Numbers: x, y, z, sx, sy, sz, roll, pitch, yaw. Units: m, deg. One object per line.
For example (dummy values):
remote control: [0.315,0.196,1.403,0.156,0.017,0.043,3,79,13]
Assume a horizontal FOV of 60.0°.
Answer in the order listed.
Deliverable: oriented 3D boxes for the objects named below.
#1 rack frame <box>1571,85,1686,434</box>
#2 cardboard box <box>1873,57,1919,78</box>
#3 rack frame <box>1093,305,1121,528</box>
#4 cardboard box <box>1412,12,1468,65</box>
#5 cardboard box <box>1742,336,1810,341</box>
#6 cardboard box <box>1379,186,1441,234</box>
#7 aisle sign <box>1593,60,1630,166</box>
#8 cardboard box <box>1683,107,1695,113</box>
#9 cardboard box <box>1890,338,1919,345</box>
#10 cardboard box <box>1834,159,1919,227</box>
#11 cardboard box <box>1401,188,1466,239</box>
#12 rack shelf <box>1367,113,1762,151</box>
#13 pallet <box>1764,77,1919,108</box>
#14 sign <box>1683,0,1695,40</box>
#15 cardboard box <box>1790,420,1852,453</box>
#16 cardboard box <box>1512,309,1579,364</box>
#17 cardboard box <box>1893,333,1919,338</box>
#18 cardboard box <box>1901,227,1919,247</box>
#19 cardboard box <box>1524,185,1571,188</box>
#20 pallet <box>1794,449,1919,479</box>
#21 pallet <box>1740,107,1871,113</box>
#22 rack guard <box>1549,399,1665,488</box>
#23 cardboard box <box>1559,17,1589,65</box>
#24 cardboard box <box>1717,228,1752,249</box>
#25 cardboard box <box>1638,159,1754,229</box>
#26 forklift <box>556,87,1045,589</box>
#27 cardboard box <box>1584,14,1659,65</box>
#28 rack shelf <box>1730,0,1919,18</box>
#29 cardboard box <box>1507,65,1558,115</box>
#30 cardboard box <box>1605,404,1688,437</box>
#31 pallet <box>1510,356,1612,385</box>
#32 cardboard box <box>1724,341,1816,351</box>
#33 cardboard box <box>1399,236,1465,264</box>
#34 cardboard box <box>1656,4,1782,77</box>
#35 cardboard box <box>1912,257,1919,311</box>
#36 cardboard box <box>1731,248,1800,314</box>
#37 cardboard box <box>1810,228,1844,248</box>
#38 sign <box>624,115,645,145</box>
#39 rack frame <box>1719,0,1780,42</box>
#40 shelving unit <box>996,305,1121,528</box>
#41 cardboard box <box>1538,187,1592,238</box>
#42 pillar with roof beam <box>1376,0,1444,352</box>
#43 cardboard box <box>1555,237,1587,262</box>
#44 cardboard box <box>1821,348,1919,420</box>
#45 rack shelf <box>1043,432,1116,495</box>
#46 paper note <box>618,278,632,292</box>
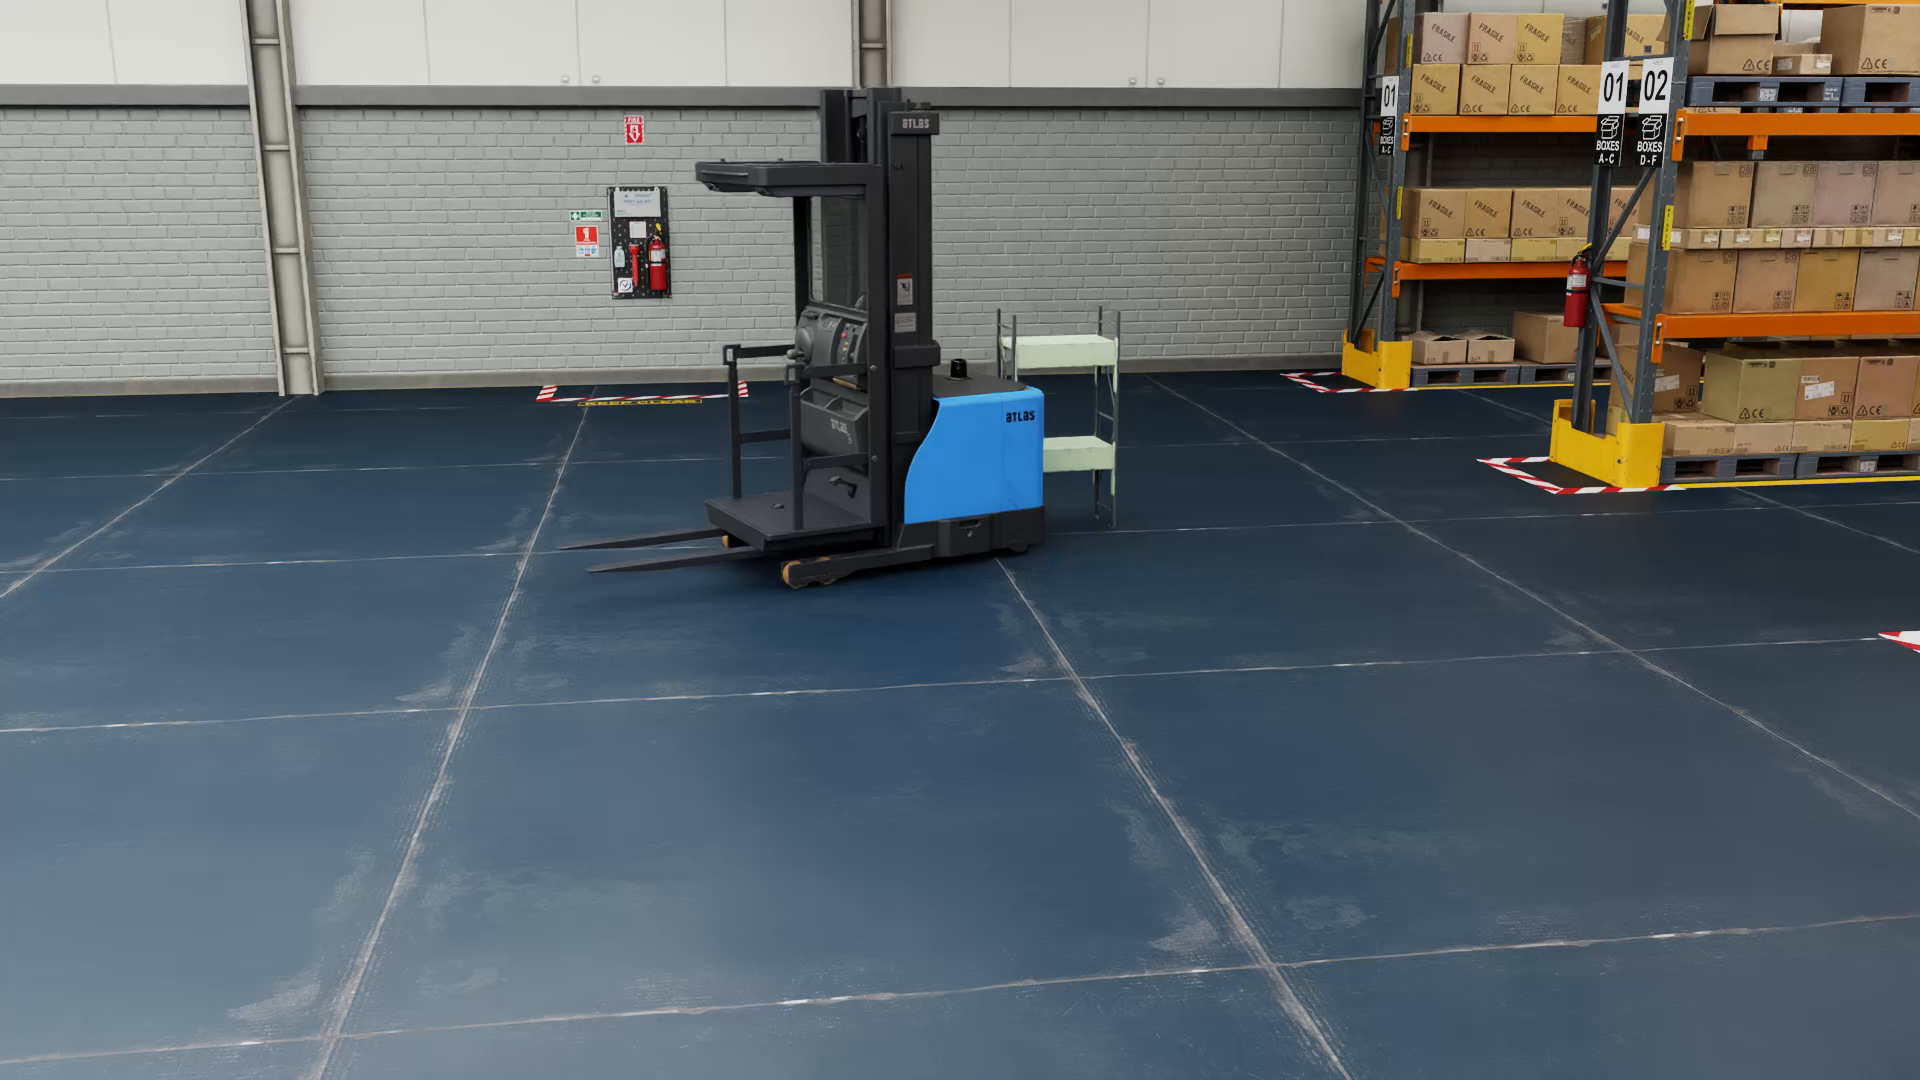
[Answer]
rack frame: [5.189,-1.998,13.022,0.127,3.000,1.000,-2,14,-8]
cardboard box: [7.498,-3.890,13.038,0.637,0.503,0.797,-1,14,-2]
rack frame: [1.018,-0.855,11.547,0.023,1.500,0.400,-4,15,-15]
cardboard box: [4.865,-5.143,17.095,0.500,0.500,0.500,-3,14,-12]
cardboard box: [9.128,-2.366,18.724,0.500,0.500,0.700,-2,14,-6]
cardboard box: [4.882,-3.558,17.970,0.500,0.500,0.500,-2,14,-9]
aisle sign: [5.081,-3.327,12.978,0.004,0.787,0.394,-2,14,-8]
cardboard box: [7.439,-4.754,17.601,0.500,0.500,0.500,-3,14,-13]
cardboard box: [8.146,-1.415,13.946,0.500,0.500,0.500,-2,14,-8]
cardboard box: [7.218,-2.749,13.142,0.500,0.500,0.700,-2,14,-8]
cardboard box: [4.965,-3.435,17.478,0.500,0.500,0.500,-2,14,-8]
rack shelf: [6.425,-4.368,17.785,4.000,0.370,1.077,-2,14,-8]
pallet: [7.101,-3.474,12.925,1.213,0.211,1.003,-2,14,-8]
sign: [5.266,-3.782,12.008,0.005,0.325,0.100,-2,14,-8]
cardboard box: [6.741,-0.871,13.317,0.500,0.250,0.500,-2,14,-8]
cardboard box: [6.442,-2.229,18.178,0.500,0.500,0.700,-3,14,-12]
cardboard box: [10.640,-2.426,18.964,0.500,0.500,0.700,-2,14,-9]
cardboard box: [7.390,-2.389,13.041,0.250,0.149,0.380,-2,14,-6]
cardboard box: [6.390,-3.612,18.184,0.500,0.500,0.500,-2,14,-8]
pallet: [7.143,-0.727,13.685,1.213,0.211,1.003,-2,14,-8]
pallet: [9.029,-4.695,17.996,1.003,0.211,1.213,-2,14,-8]
rack guard: [5.166,-0.785,13.323,0.348,0.500,1.175,-2,14,-8]
cardboard box: [6.362,-5.317,17.790,0.500,0.500,0.500,-2,14,-8]
cardboard box: [5.870,-2.334,12.822,0.250,0.149,0.380,-2,14,-10]
cardboard box: [5.705,-2.691,12.915,0.500,0.500,0.700,-2,14,-8]
forklift: [-0.984,-1.274,10.276,3.031,2.935,1.130,-8,16,-28]
cardboard box: [6.893,-5.205,17.343,0.500,0.500,0.500,-3,14,-10]
rack shelf: [10.381,-5.774,18.046,4.000,0.370,1.077,-2,14,-8]
cardboard box: [5.865,-4.685,17.324,0.500,0.500,0.500,-1,14,-6]
cardboard box: [5.676,-0.958,13.667,0.500,0.250,0.500,-2,14,-8]
pallet: [6.535,-1.904,18.380,1.213,0.211,1.003,-2,14,-8]
cardboard box: [6.662,-1.362,13.736,0.500,0.500,0.500,-2,14,-8]
cardboard box: [4.978,-3.068,17.555,0.500,0.250,0.500,-3,14,-10]
cardboard box: [5.758,-3.794,12.656,0.637,0.503,0.797,-1,14,-4]
cardboard box: [7.690,-2.136,13.367,0.500,0.500,0.700,-2,14,-7]
cardboard box: [6.172,-2.080,13.146,0.500,0.500,0.700,-2,14,-7]
cardboard box: [6.630,-2.361,12.932,0.250,0.149,0.380,-3,14,-10]
sign: [-3.394,-4.273,17.329,0.199,0.298,0.001,-2,14,-8]
rack frame: [8.403,-6.244,17.621,0.127,3.000,1.000,-2,14,-8]
shelving unit: [0.665,-0.832,11.455,0.755,1.500,0.431,-4,15,-15]
cardboard box: [6.475,-3.489,17.695,0.500,0.500,0.500,-2,14,-7]
pillar with roof beam: [5.652,-5.297,13.845,0.400,9.000,9.100,-2,14,-8]
cardboard box: [6.494,-3.125,17.782,0.500,0.250,0.500,-2,14,-8]
cardboard box: [7.237,-1.251,13.293,0.500,0.500,0.500,-2,14,-8]
rack shelf: [0.665,-0.515,11.534,0.720,0.370,0.431,-4,15,-15]
paper note: [-3.557,-2.708,17.664,0.142,0.148,0.016,-2,14,-8]
